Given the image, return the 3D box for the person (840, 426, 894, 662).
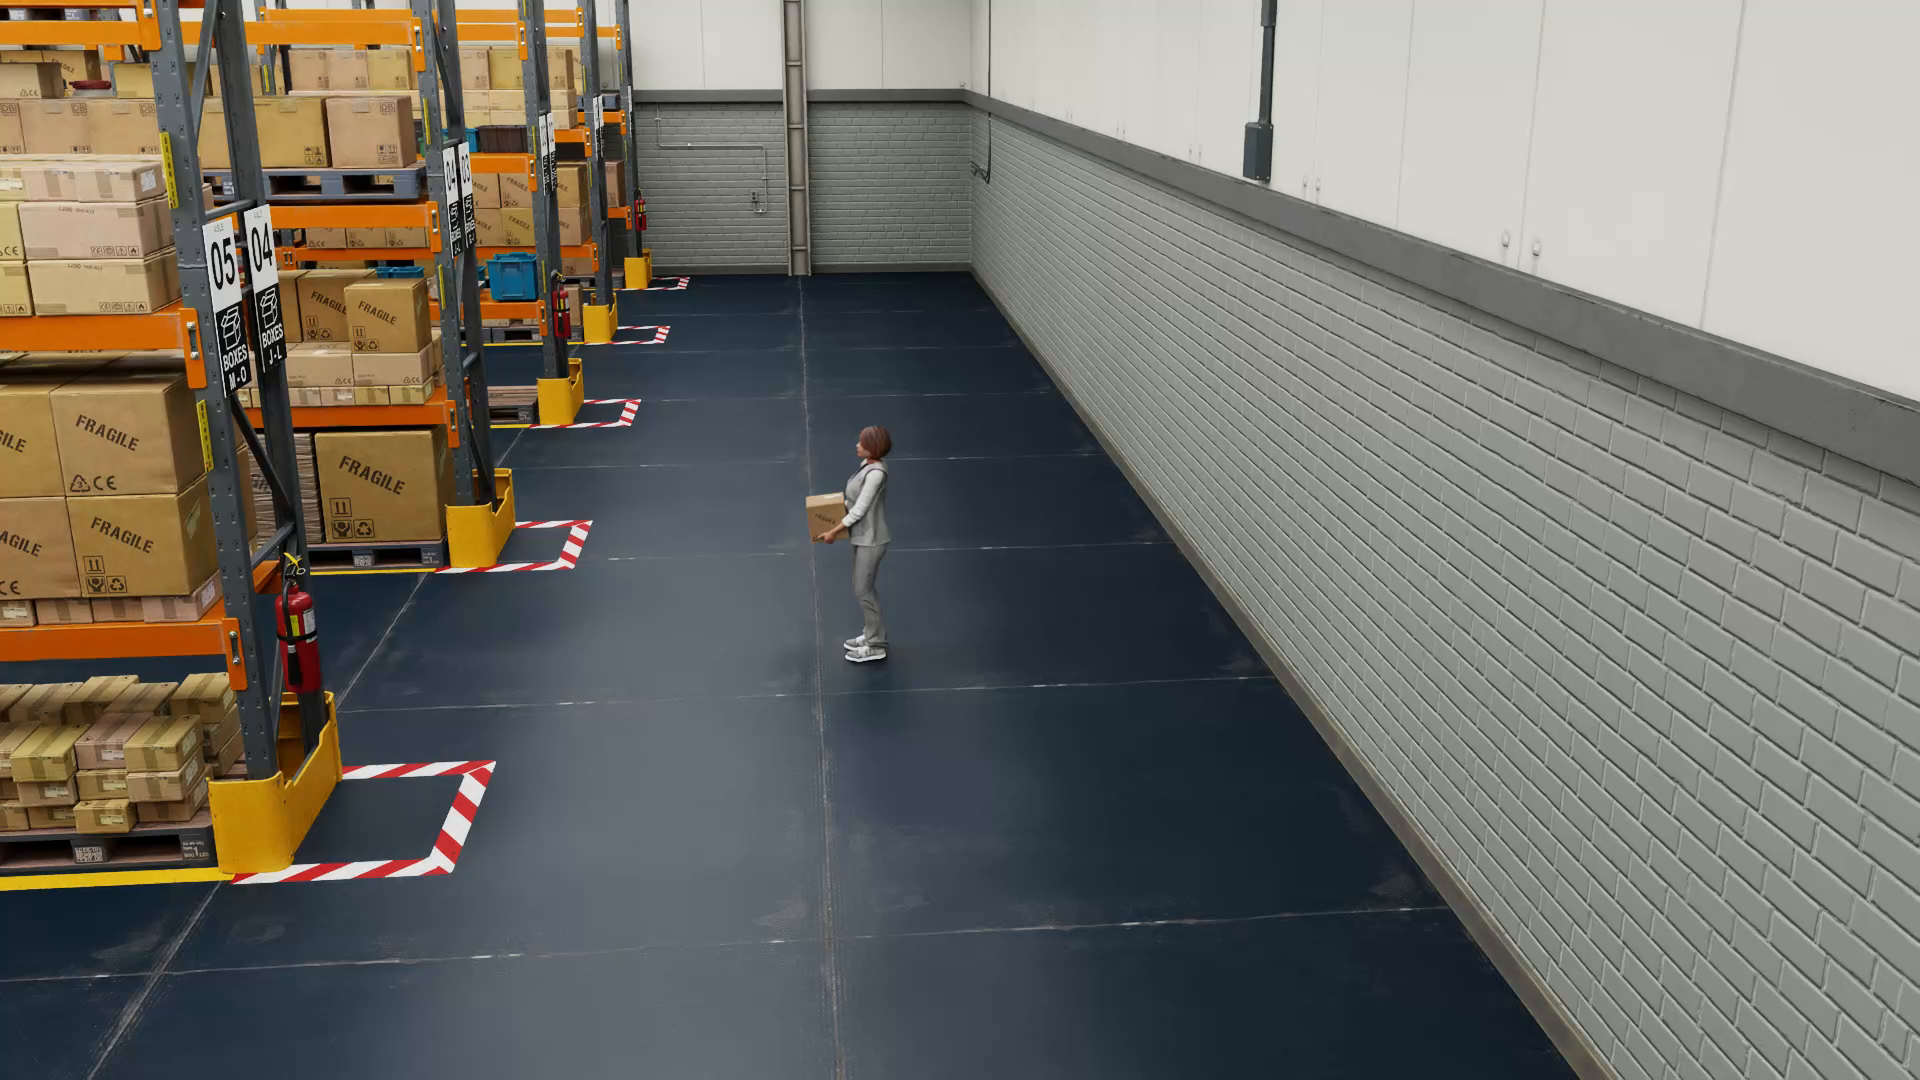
[{"bbox_3d":[-0.616,0.016,11.010,0.342,1.593,0.485,-3,17,-9],"label":"person"}]
